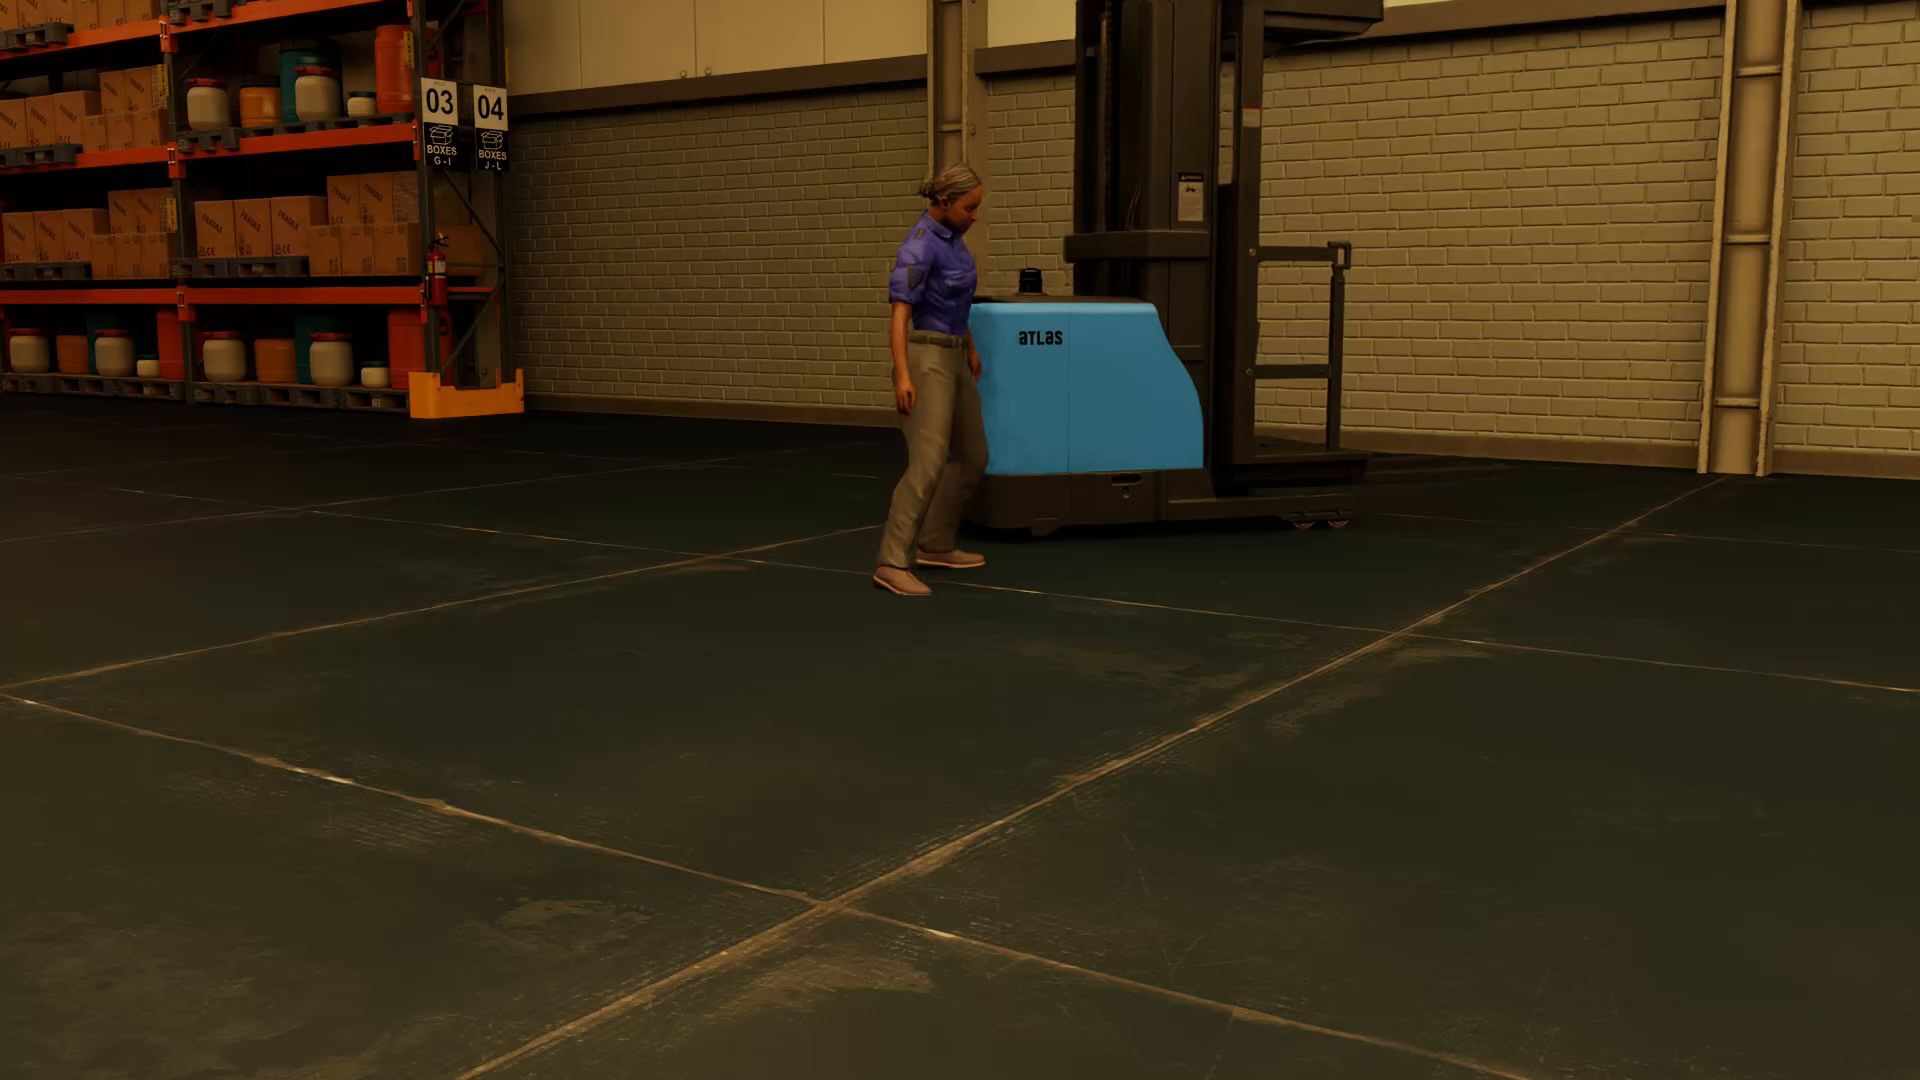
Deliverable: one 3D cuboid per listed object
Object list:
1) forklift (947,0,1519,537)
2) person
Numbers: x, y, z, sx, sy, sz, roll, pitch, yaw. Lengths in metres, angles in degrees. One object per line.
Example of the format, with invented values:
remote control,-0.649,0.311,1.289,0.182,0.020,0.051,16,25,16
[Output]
forklift,1.375,-1.571,8.241,3.031,2.935,1.130,-3,9,-21
person,-0.078,-0.626,6.434,0.373,1.610,0.847,3,9,18
